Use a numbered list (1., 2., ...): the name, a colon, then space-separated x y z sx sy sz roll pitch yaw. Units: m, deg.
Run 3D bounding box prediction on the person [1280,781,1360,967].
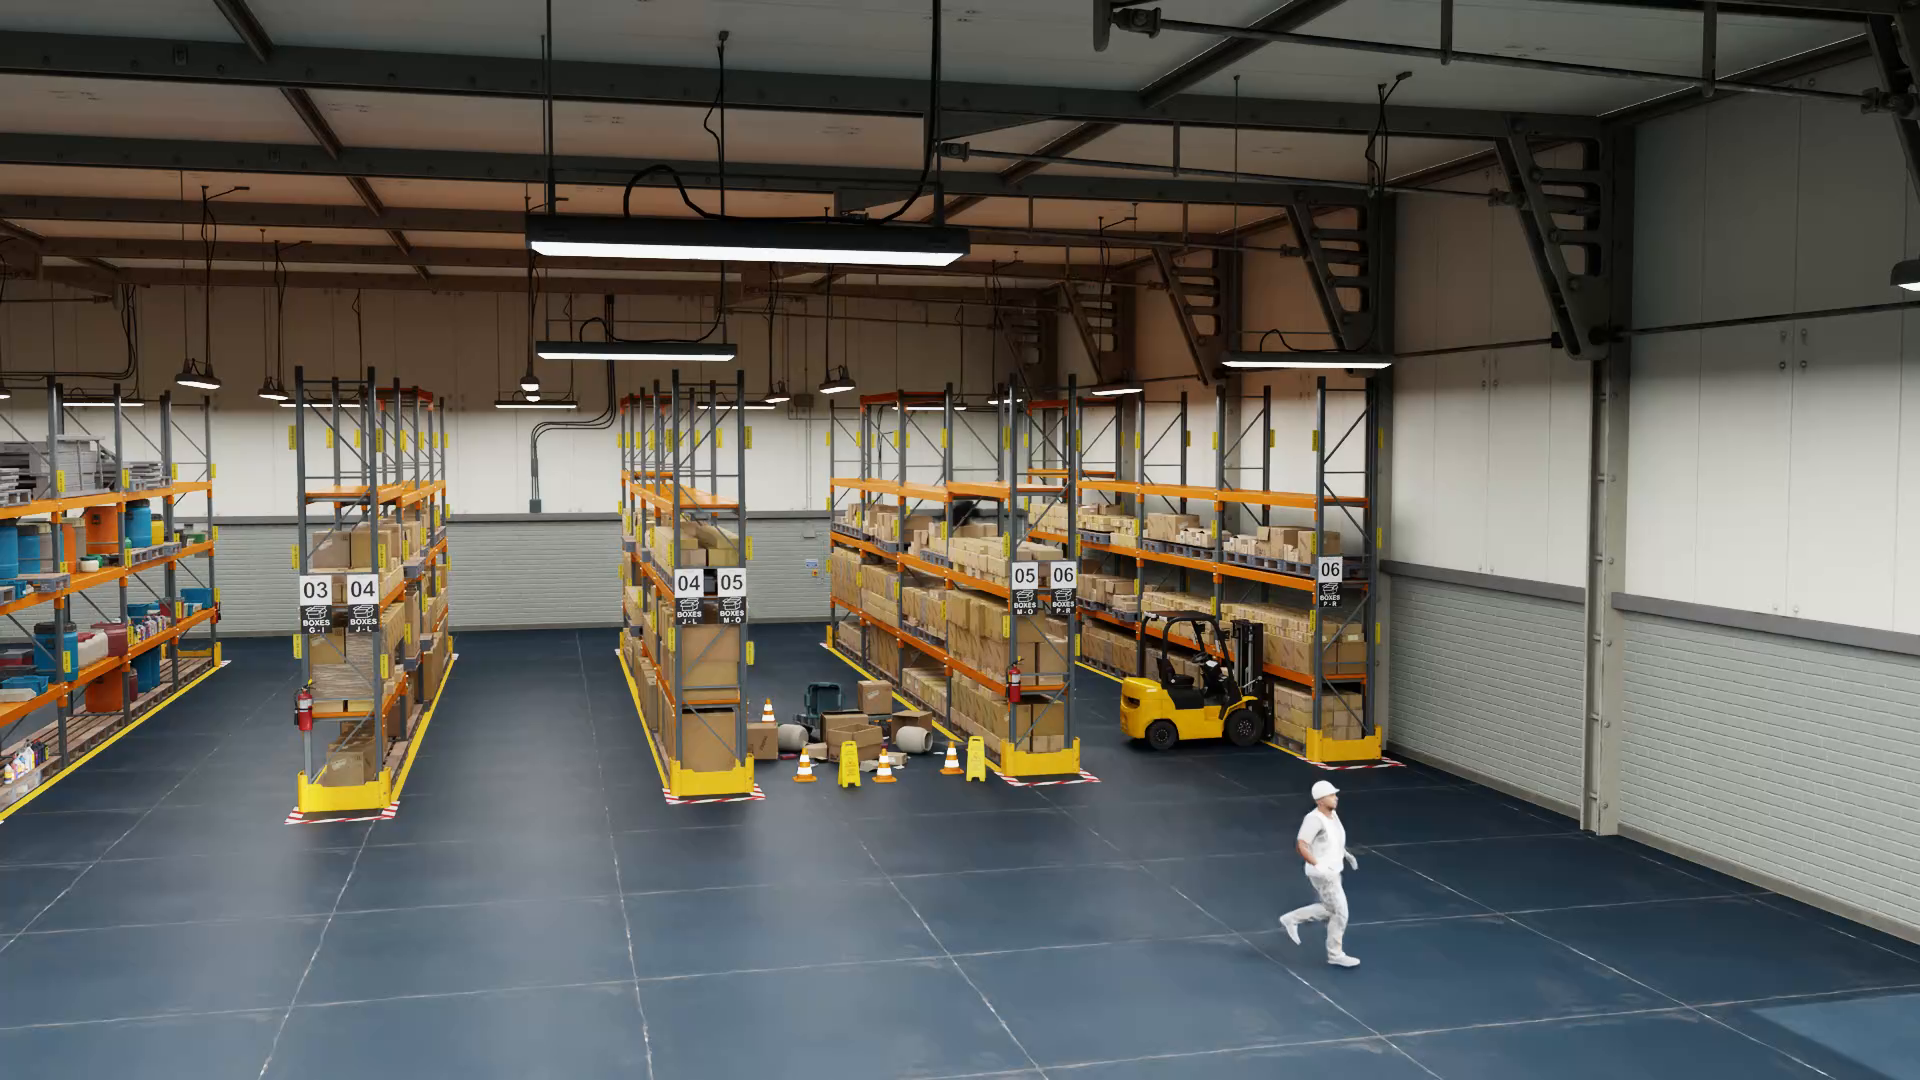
1. person: 3.441 3.174 15.931 0.812 1.750 0.720 2 4 28
